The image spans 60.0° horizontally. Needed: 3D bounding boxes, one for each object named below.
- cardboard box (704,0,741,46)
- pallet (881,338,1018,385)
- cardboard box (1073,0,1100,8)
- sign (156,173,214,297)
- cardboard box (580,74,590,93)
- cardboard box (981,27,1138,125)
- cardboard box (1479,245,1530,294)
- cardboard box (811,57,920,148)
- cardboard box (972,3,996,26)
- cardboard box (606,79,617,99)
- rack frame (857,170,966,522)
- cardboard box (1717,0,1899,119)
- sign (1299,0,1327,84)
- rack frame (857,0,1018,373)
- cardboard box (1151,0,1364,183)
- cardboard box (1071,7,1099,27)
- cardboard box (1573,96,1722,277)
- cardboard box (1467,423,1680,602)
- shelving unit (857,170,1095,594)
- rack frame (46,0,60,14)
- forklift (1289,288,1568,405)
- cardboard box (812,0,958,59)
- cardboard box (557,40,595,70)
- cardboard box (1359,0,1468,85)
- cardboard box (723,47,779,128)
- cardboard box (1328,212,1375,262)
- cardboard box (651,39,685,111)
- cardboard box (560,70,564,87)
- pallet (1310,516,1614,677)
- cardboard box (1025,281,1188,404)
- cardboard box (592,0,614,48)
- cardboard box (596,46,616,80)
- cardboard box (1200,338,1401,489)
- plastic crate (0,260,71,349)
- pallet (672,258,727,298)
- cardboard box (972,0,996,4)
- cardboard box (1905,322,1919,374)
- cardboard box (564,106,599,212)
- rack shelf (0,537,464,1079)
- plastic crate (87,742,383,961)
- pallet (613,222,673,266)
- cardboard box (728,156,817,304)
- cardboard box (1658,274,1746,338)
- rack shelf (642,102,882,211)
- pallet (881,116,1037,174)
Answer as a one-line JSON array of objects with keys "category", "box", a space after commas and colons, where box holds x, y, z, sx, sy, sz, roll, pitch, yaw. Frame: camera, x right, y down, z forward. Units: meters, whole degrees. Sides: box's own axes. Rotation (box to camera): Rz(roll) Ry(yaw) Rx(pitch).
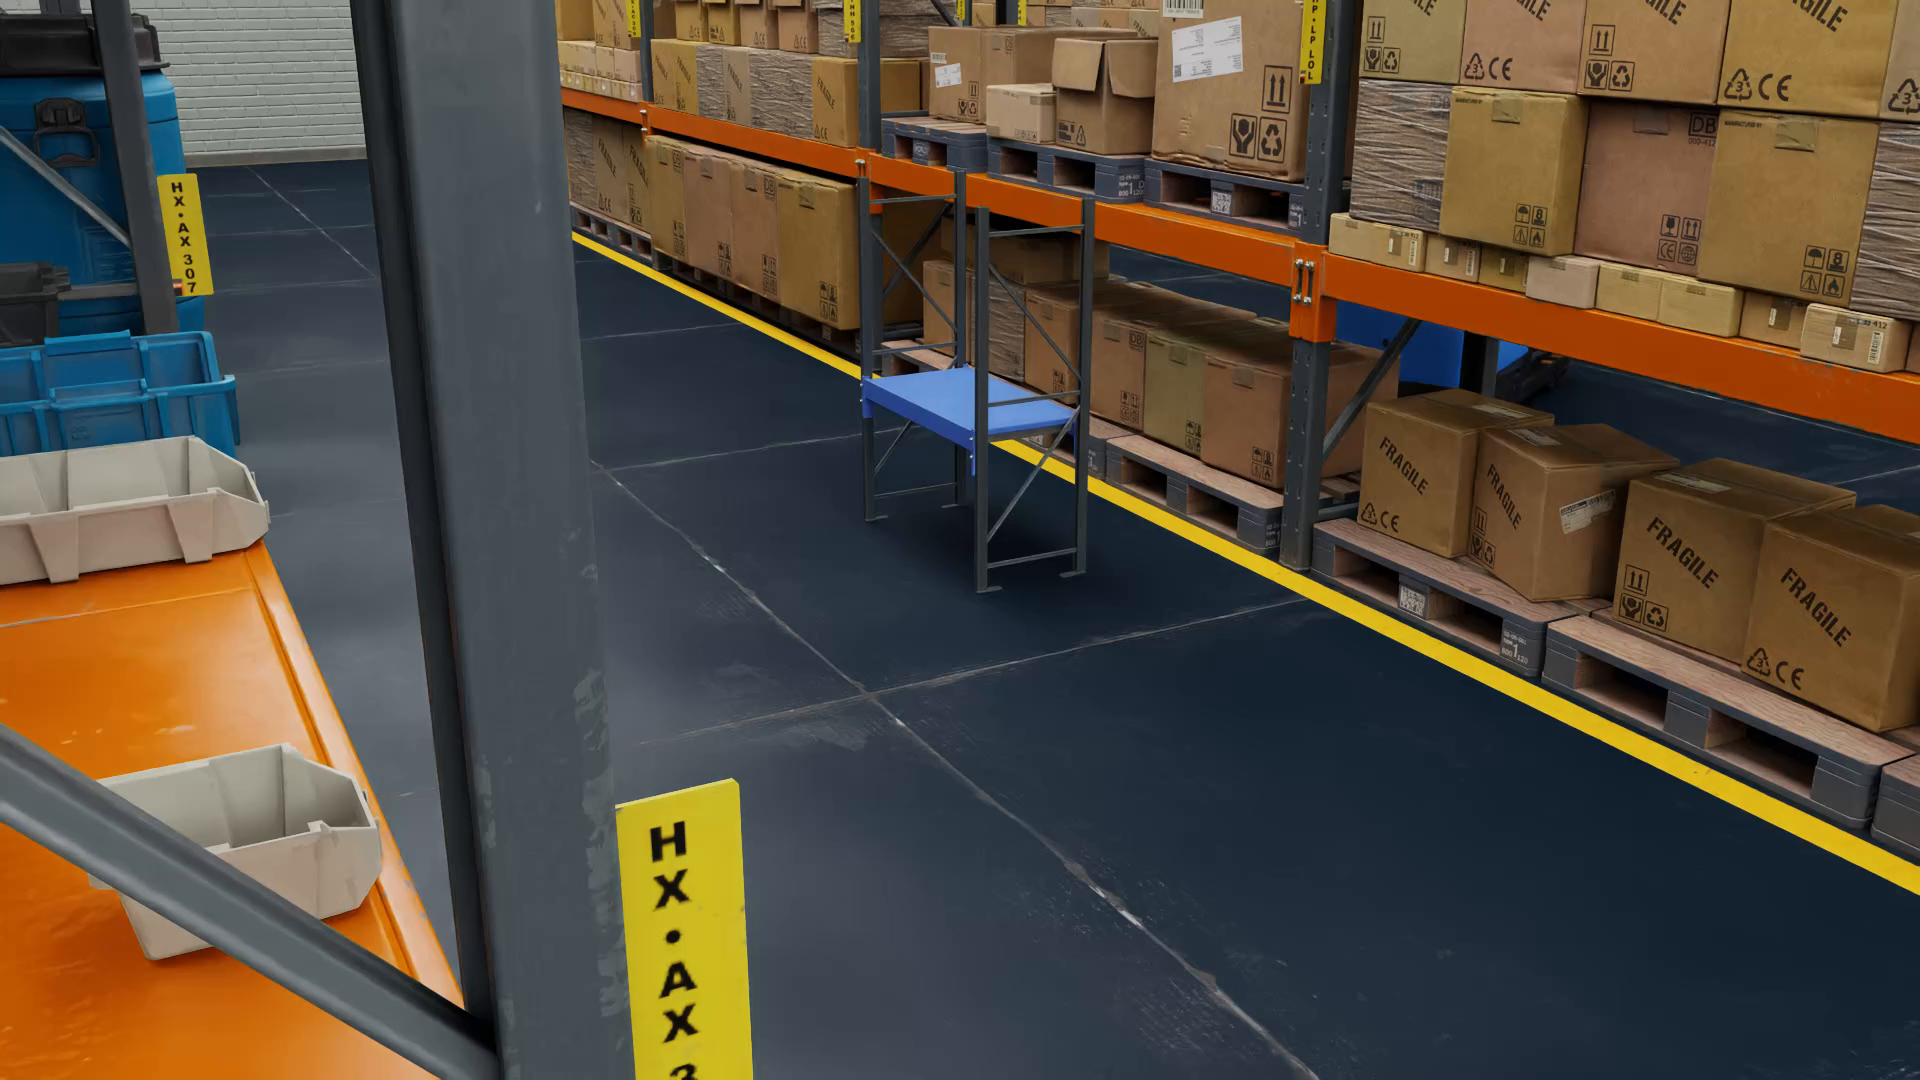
[{"category": "cardboard box", "box": [-1.396, -3.813, 11.892, 0.797, 0.503, 0.637, -10, 21, -26]}, {"category": "pallet", "box": [0.247, -0.982, 9.652, 1.003, 0.211, 1.213, -10, 21, -27]}, {"category": "cardboard box", "box": [1.449, -5.462, 16.220, 0.500, 0.500, 0.500, -9, 21, -25]}, {"category": "sign", "box": [-2.092, -0.822, 4.490, 0.100, 0.325, 0.005, -10, 21, -27]}, {"category": "cardboard box", "box": [-3.065, -3.959, 14.393, 0.380, 0.149, 0.250, -10, 22, -28]}, {"category": "cardboard box", "box": [0.522, -2.476, 8.913, 0.700, 0.500, 0.500, -7, 20, -19]}, {"category": "cardboard box", "box": [1.992, -0.937, 5.635, 0.380, 0.149, 0.250, -10, 21, -27]}, {"category": "cardboard box", "box": [-0.575, -2.675, 10.131, 0.500, 0.500, 0.500, -9, 21, -25]}, {"category": "cardboard box", "box": [0.462, -5.576, 18.084, 0.500, 0.500, 0.500, -9, 21, -24]}, {"category": "cardboard box", "box": [-2.699, -3.738, 13.751, 0.380, 0.149, 0.250, -10, 22, -28]}, {"category": "rack frame", "box": [-0.201, -0.830, 7.239, 0.500, 1.500, 0.032, -10, 21, -27]}, {"category": "cardboard box", "box": [2.490, -1.439, 4.562, 0.500, 0.500, 0.500, -10, 21, -27]}, {"category": "sign", "box": [1.290, -1.836, 6.080, 0.100, 0.325, 0.005, -10, 21, -27]}, {"category": "rack frame", "box": [-0.122, -2.524, 9.848, 1.000, 3.000, 0.127, -10, 21, -27]}, {"category": "cardboard box", "box": [1.523, -2.108, 7.078, 1.000, 1.000, 1.000, -10, 21, -26]}, {"category": "cardboard box", "box": [1.432, -4.987, 16.376, 0.500, 0.500, 0.500, -10, 21, -27]}, {"category": "cardboard box", "box": [2.469, -1.148, 5.251, 0.875, 0.500, 0.500, -10, 21, -27]}, {"category": "cardboard box", "box": [2.210, -0.109, 6.036, 0.500, 0.500, 0.500, -3, 19, -9]}, {"category": "shelving unit", "box": [0.041, -0.684, 6.816, 0.538, 1.500, 1.048, -10, 21, -27]}, {"category": "rack frame", "box": [-6.381, -2.905, 10.953, 1.000, 3.000, 0.127, -10, 21, -27]}, {"category": "forklift", "box": [2.955, -2.346, 9.438, 1.130, 2.935, 3.031, 12, 22, 31]}, {"category": "cardboard box", "box": [-0.455, -3.258, 10.284, 0.797, 0.503, 0.637, -9, 21, -25]}, {"category": "cardboard box", "box": [-3.443, -4.418, 15.110, 0.500, 0.250, 0.500, -11, 22, -28]}, {"category": "cardboard box", "box": [1.767, -1.868, 5.804, 0.500, 0.500, 0.500, -10, 21, -27]}, {"category": "cardboard box", "box": [-1.297, -3.114, 11.403, 0.500, 0.500, 0.500, -10, 21, -26]}, {"category": "cardboard box", "box": [1.614, -1.149, 6.248, 0.380, 0.149, 0.250, -10, 21, -27]}, {"category": "cardboard box", "box": [-2.023, -3.549, 12.665, 0.500, 0.500, 0.500, -10, 21, -26]}, {"category": "cardboard box", "box": [-3.430, -4.180, 15.033, 0.380, 0.149, 0.250, -10, 22, -27]}, {"category": "pallet", "box": [2.127, 0.129, 6.433, 1.003, 0.211, 1.213, -10, 21, -27]}, {"category": "cardboard box", "box": [0.763, -1.042, 8.712, 0.700, 0.500, 0.500, -8, 21, -22]}, {"category": "cardboard box", "box": [-2.710, -4.332, 13.711, 0.500, 0.500, 0.500, -10, 21, -26]}, {"category": "cardboard box", "box": [-2.710, -3.977, 13.831, 0.500, 0.250, 0.500, -9, 21, -25]}, {"category": "cardboard box", "box": [1.504, -0.582, 7.377, 0.700, 0.500, 0.500, -12, 22, -31]}, {"category": "plastic crate", "box": [-2.445, -0.410, 3.815, 0.767, 0.338, 0.504, -10, 21, -27]}, {"category": "pallet", "box": [-1.589, -2.145, 13.023, 1.003, 0.211, 1.213, -10, 21, -27]}, {"category": "cardboard box", "box": [0.471, -6.051, 17.926, 0.500, 0.500, 0.500, -10, 21, -27]}, {"category": "cardboard box", "box": [2.752, -0.515, 4.411, 0.380, 0.149, 0.250, -10, 21, -27]}, {"category": "cardboard box", "box": [-3.115, -3.582, 15.528, 0.875, 0.875, 0.875, -10, 21, -27]}, {"category": "rack shelf", "box": [-1.632, 0.305, 2.751, 1.077, 0.370, 4.000, -10, 21, -27]}, {"category": "plastic crate", "box": [-0.824, 0.357, 1.902, 0.298, 0.136, 0.250, -10, 21, -27]}, {"category": "pallet", "box": [-2.314, -2.585, 14.299, 1.003, 0.211, 1.213, -10, 21, -27]}, {"category": "cardboard box", "box": [-0.848, -2.177, 11.455, 1.225, 0.875, 0.875, -10, 21, -26]}, {"category": "cardboard box", "box": [2.339, -0.720, 5.006, 0.380, 0.149, 0.250, -10, 21, -27]}, {"category": "rack shelf", "box": [-1.072, -2.758, 11.629, 1.077, 0.370, 4.000, -10, 21, -27]}, {"category": "pallet", "box": [0.310, -2.246, 9.335, 1.213, 0.211, 1.003, -10, 21, -27]}]
